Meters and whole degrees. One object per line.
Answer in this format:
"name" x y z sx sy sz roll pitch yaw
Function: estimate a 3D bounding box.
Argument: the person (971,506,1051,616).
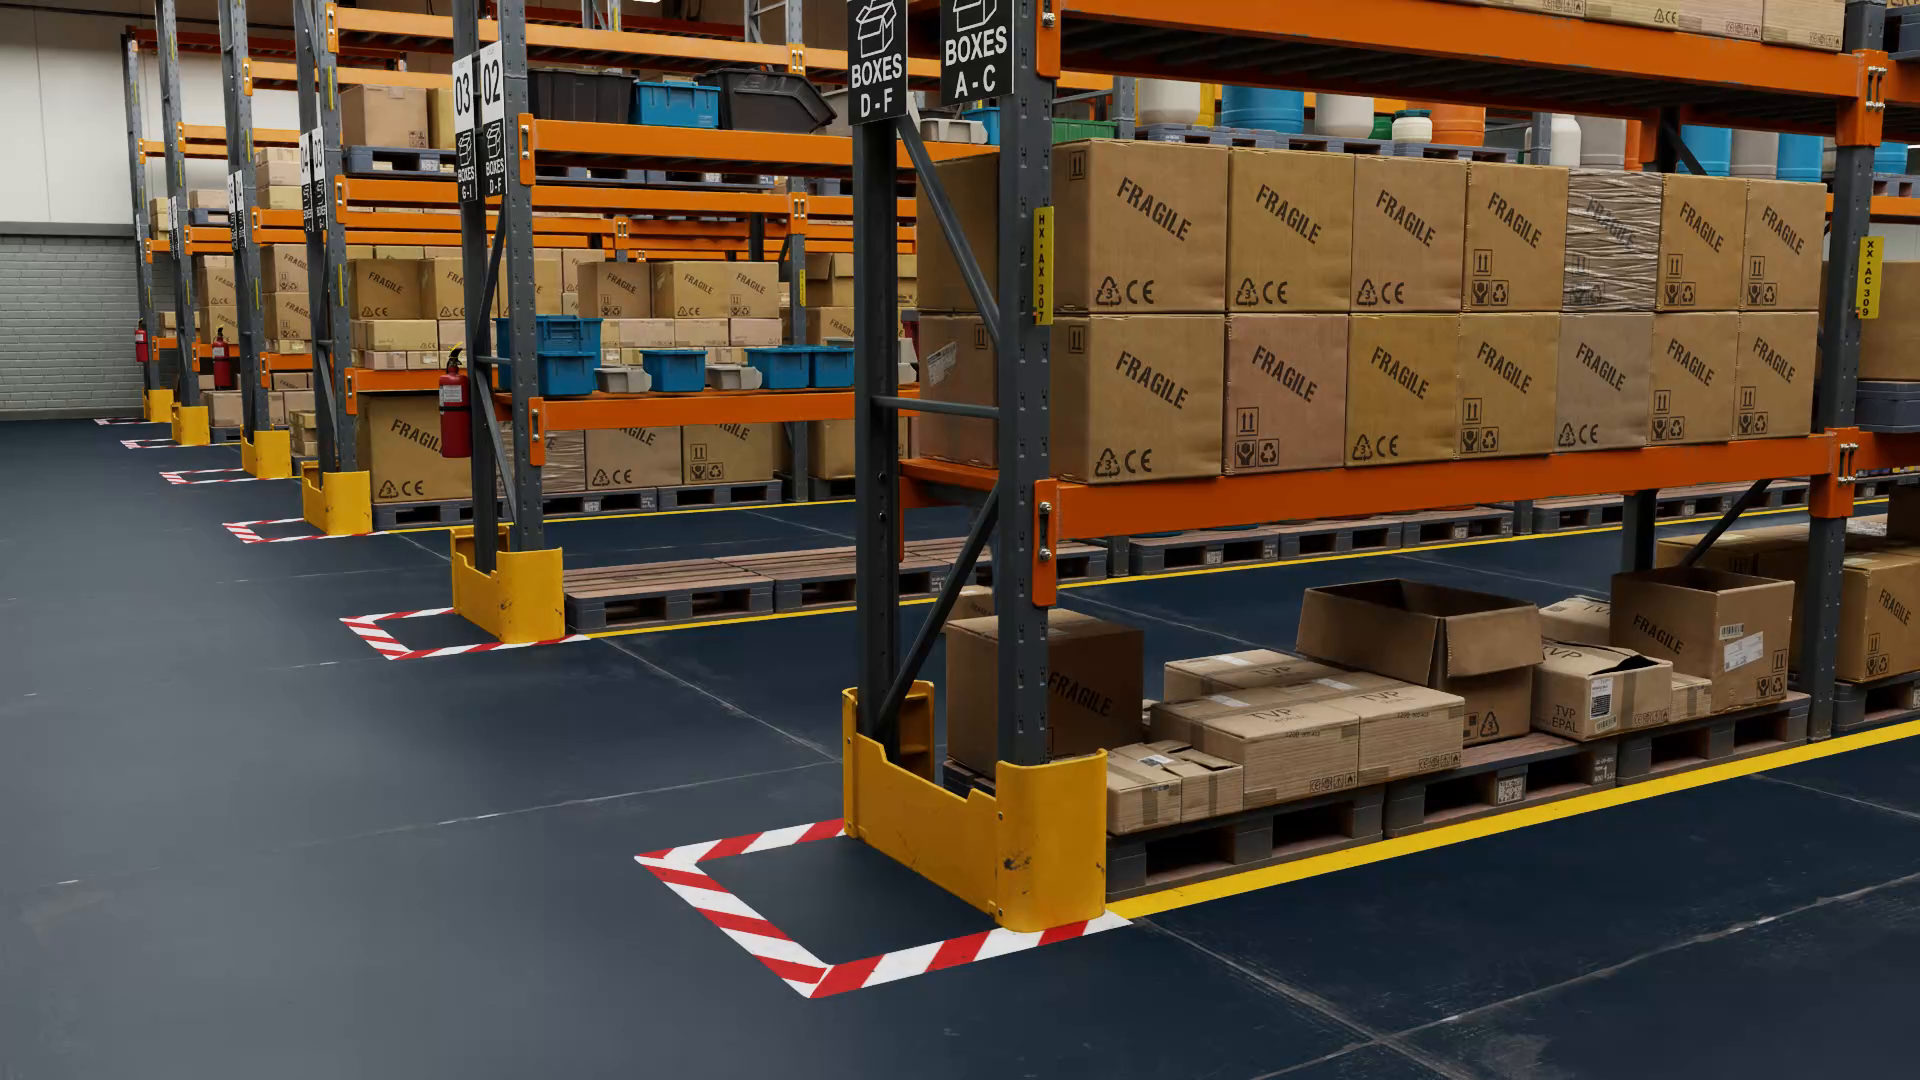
"person" 0.288 -0.308 8.790 0.580 1.776 0.450 -5 9 -31
